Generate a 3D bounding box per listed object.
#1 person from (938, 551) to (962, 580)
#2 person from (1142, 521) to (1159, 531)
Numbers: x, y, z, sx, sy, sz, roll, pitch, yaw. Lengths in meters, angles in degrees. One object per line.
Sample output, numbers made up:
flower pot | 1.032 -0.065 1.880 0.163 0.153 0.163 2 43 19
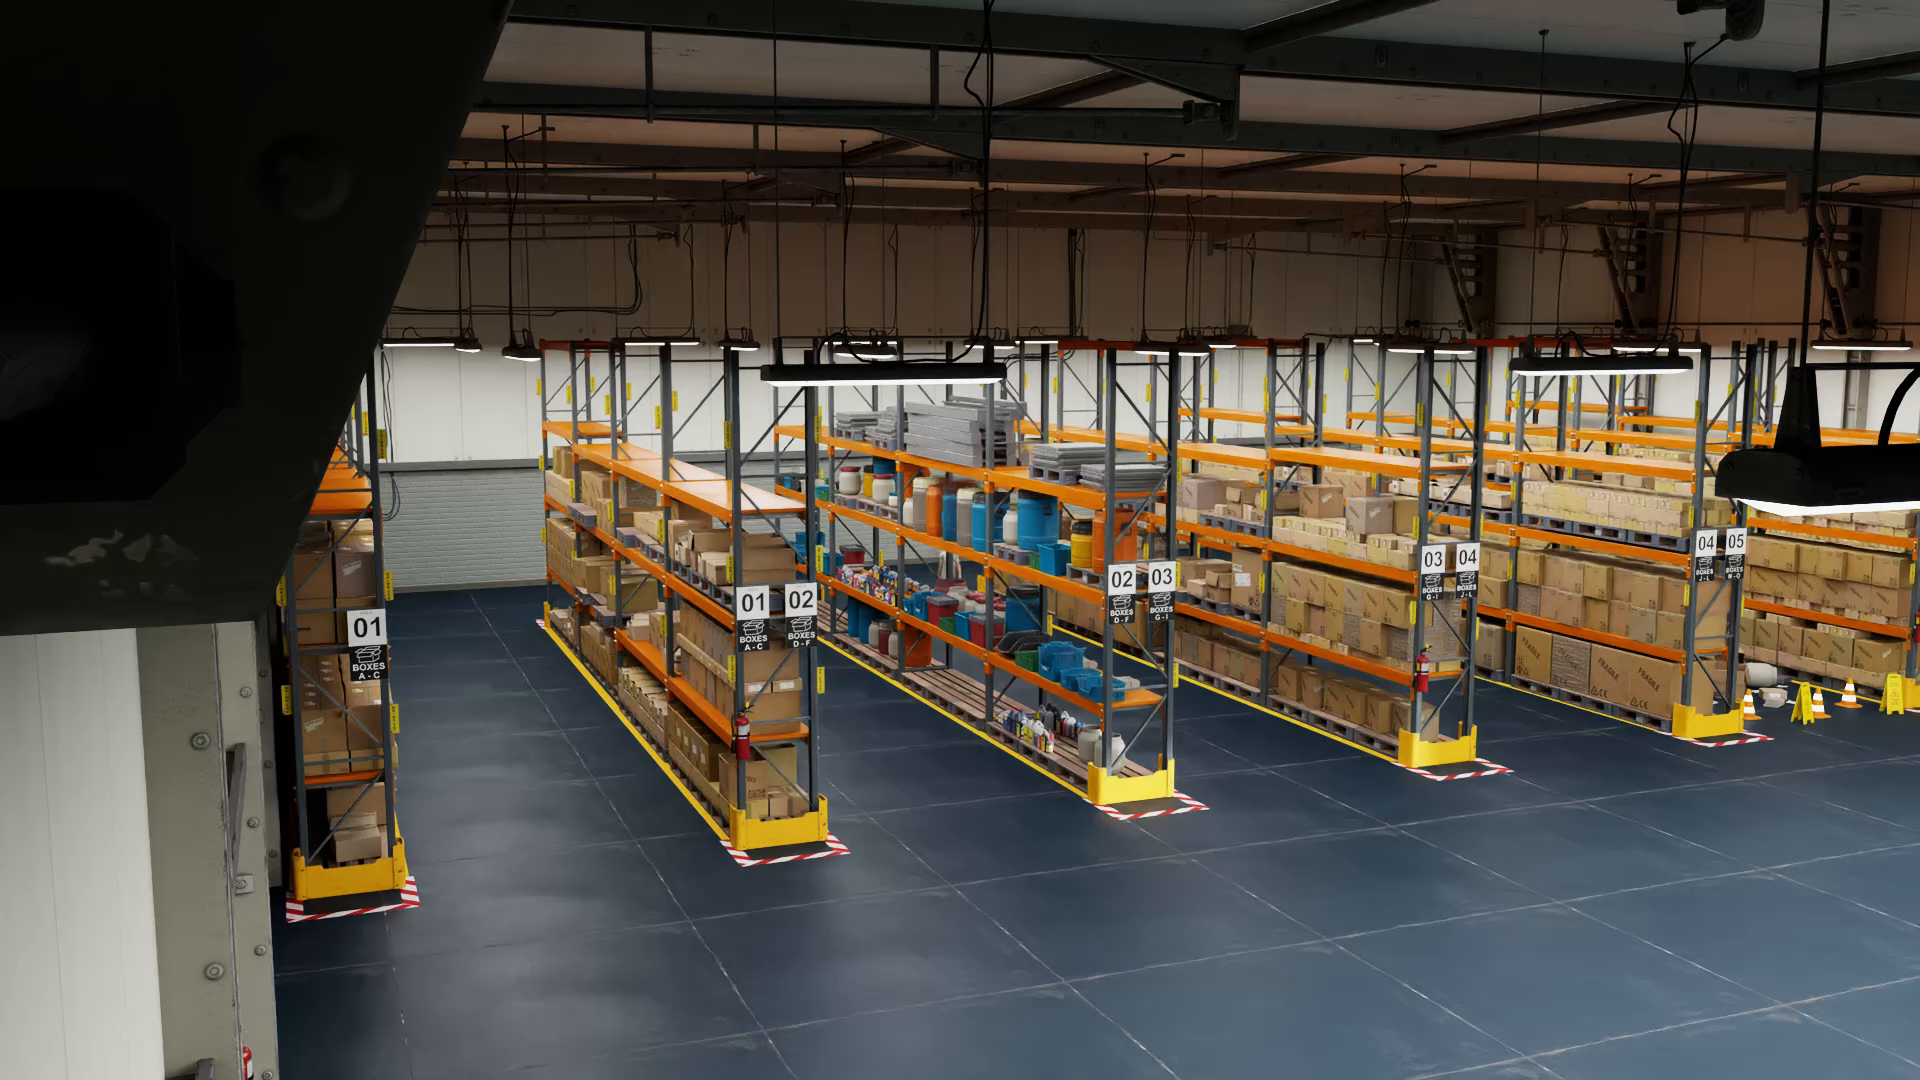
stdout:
person | -0.209 0.790 36.408 0.434 1.604 1.084 -5 9 -32
person | 4.975 -0.190 43.278 0.667 1.776 0.573 -4 8 -27
